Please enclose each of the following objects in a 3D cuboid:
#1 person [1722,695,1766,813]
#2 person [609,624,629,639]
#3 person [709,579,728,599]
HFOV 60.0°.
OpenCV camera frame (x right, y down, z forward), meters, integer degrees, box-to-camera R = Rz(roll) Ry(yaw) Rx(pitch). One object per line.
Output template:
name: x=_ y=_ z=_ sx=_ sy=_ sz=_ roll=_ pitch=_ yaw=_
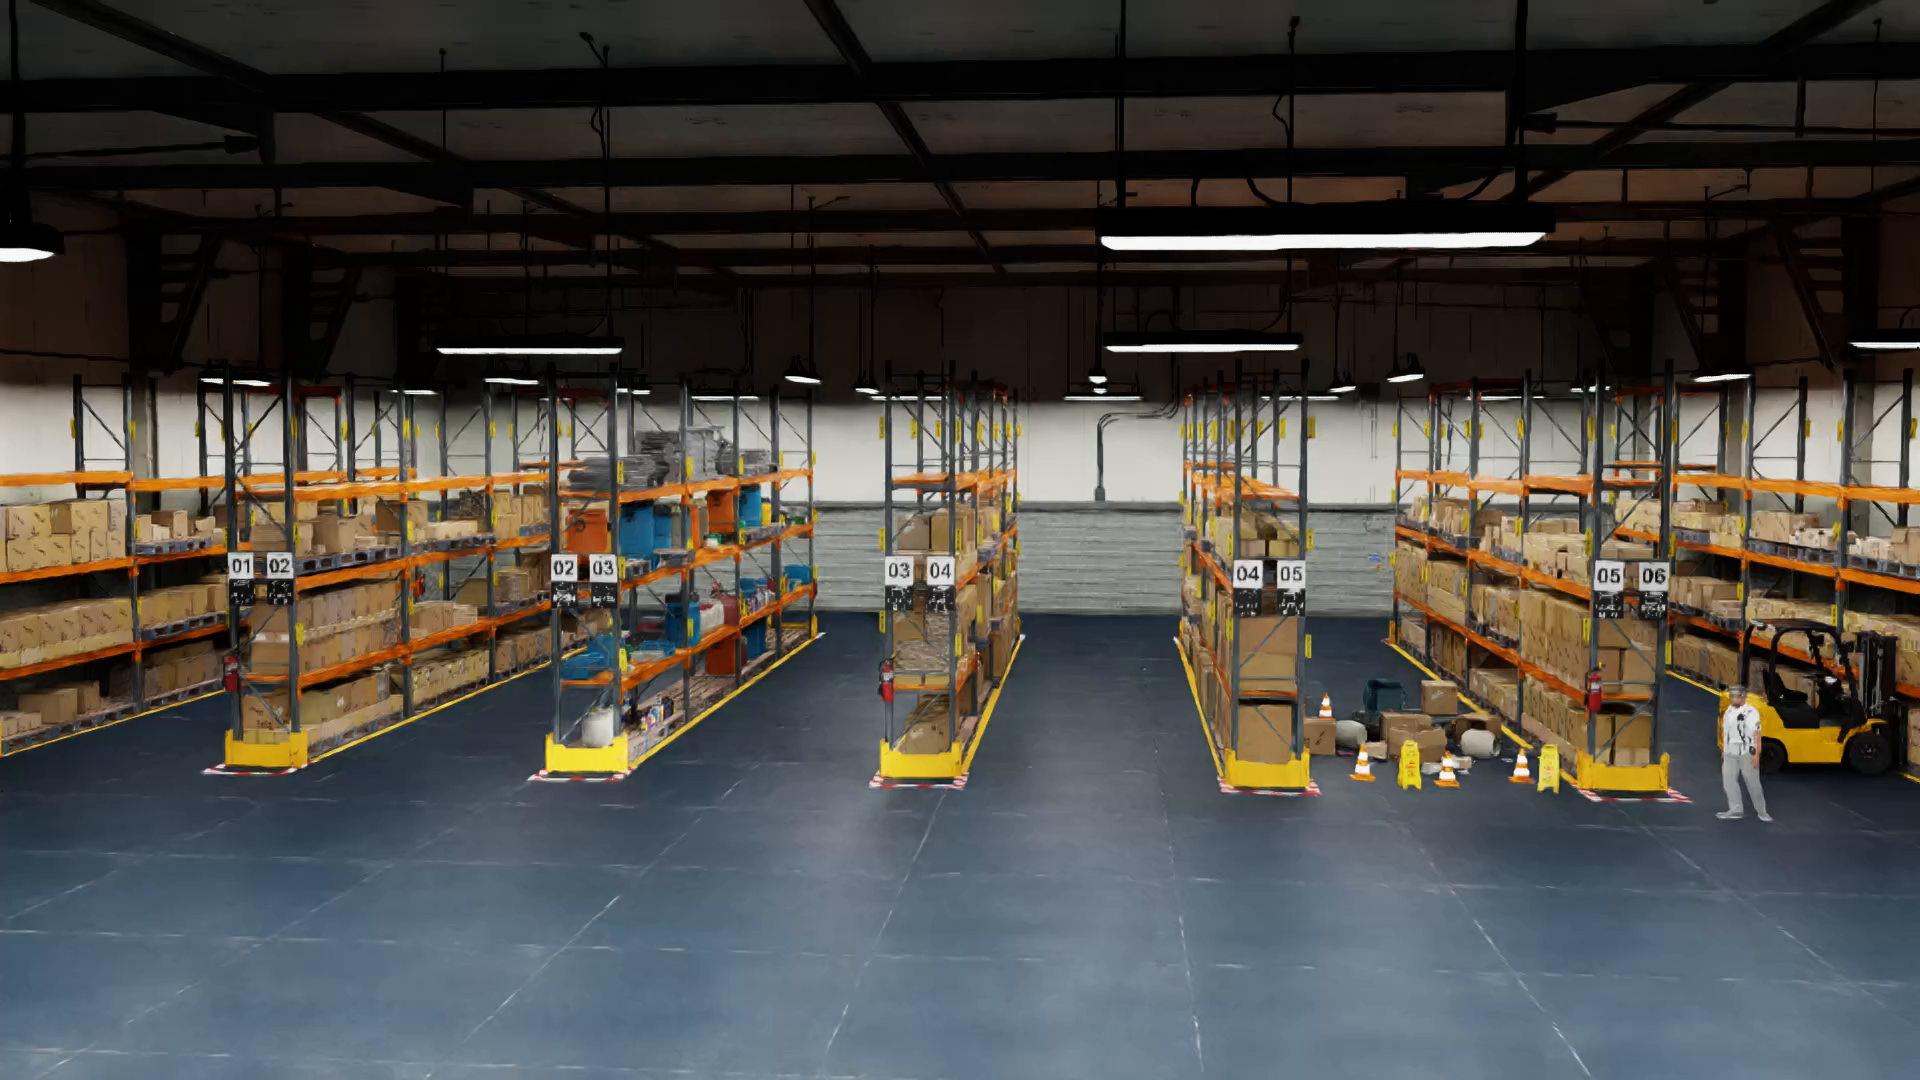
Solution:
person: x=10.068 y=2.756 z=21.406 sx=0.465 sy=1.548 sz=0.555 roll=-1 pitch=4 yaw=-22
person: x=-6.054 y=1.895 z=29.430 sx=0.614 sy=1.038 sz=0.391 roll=3 pitch=5 yaw=35
person: x=-5.404 y=1.413 z=37.315 sx=0.545 sy=0.922 sz=0.392 roll=2 pitch=4 yaw=29
